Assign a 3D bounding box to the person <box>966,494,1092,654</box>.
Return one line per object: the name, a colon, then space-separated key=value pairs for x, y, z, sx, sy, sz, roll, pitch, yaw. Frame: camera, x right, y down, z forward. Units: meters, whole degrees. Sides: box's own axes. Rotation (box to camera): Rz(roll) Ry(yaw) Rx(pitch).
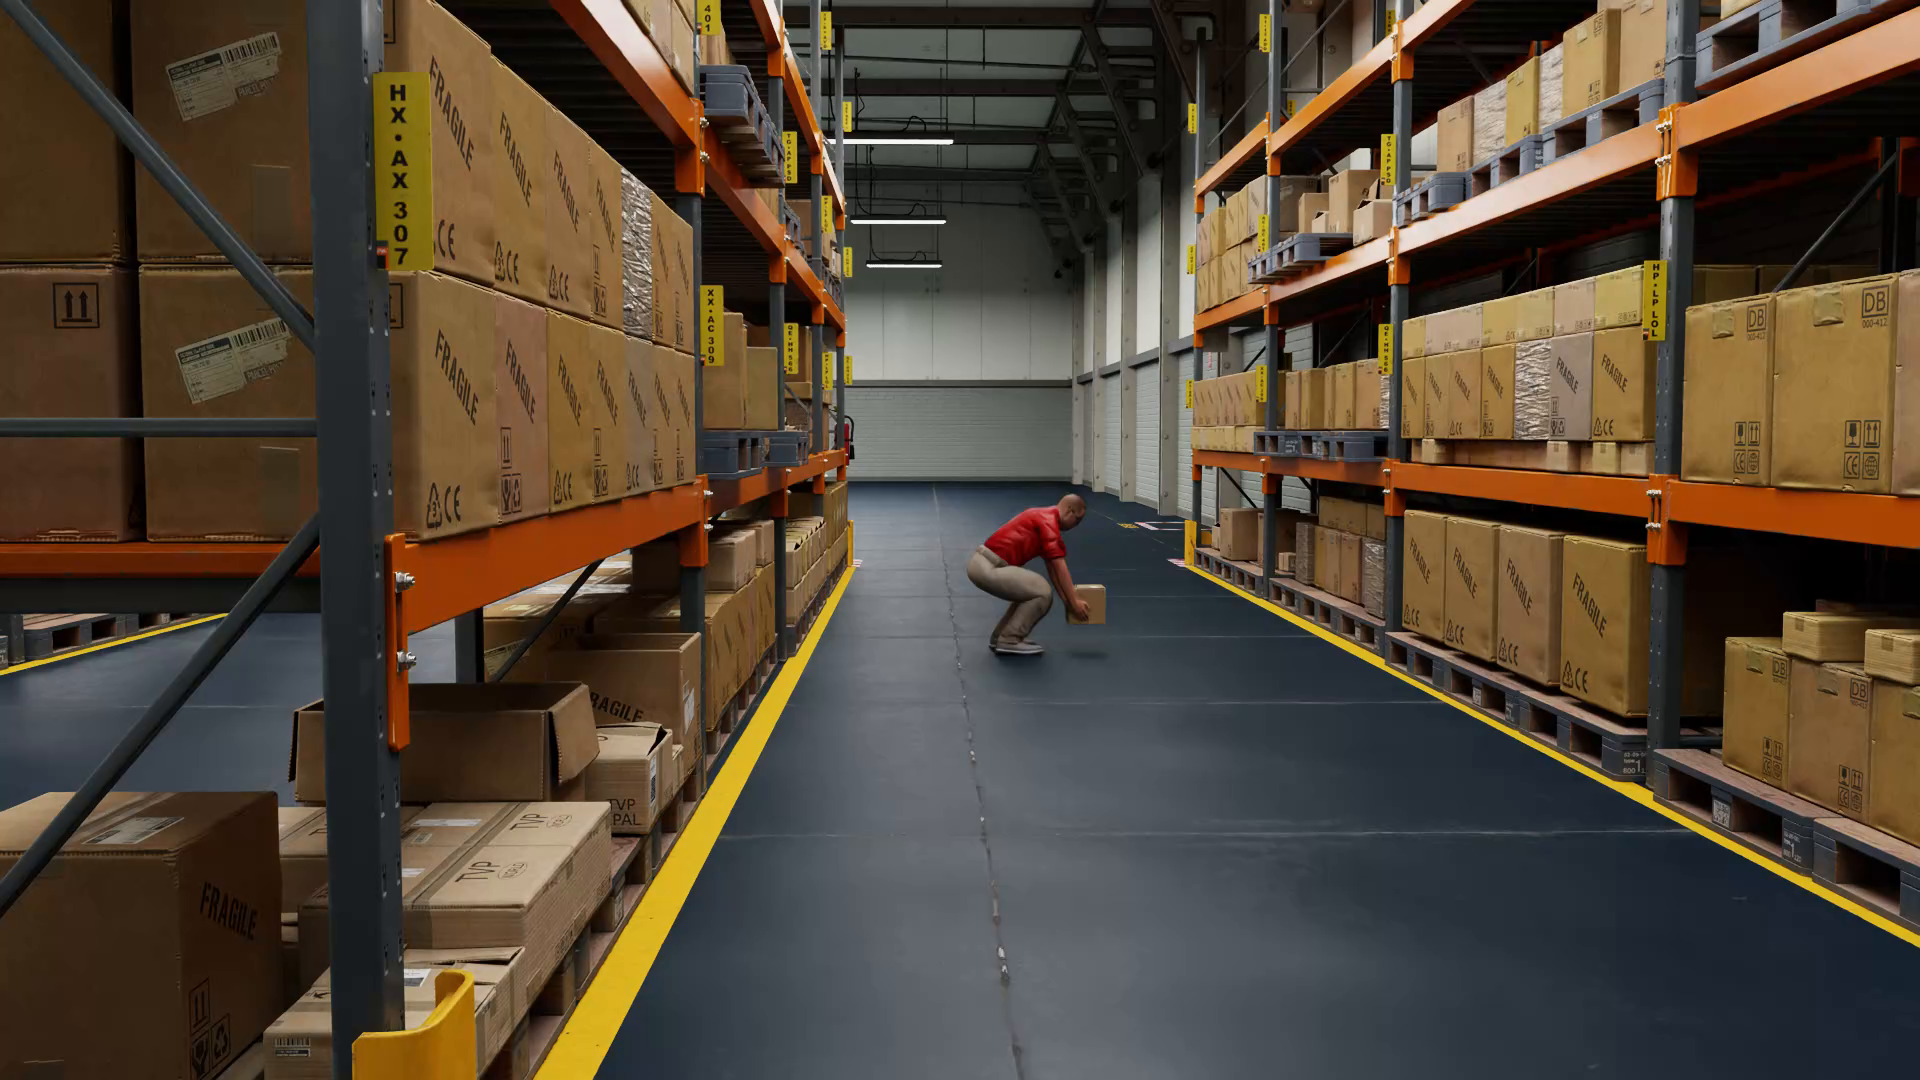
person: x=0.463 y=0.226 z=11.392 sx=0.846 sy=1.085 sz=0.568 roll=0 pitch=4 yaw=-2
